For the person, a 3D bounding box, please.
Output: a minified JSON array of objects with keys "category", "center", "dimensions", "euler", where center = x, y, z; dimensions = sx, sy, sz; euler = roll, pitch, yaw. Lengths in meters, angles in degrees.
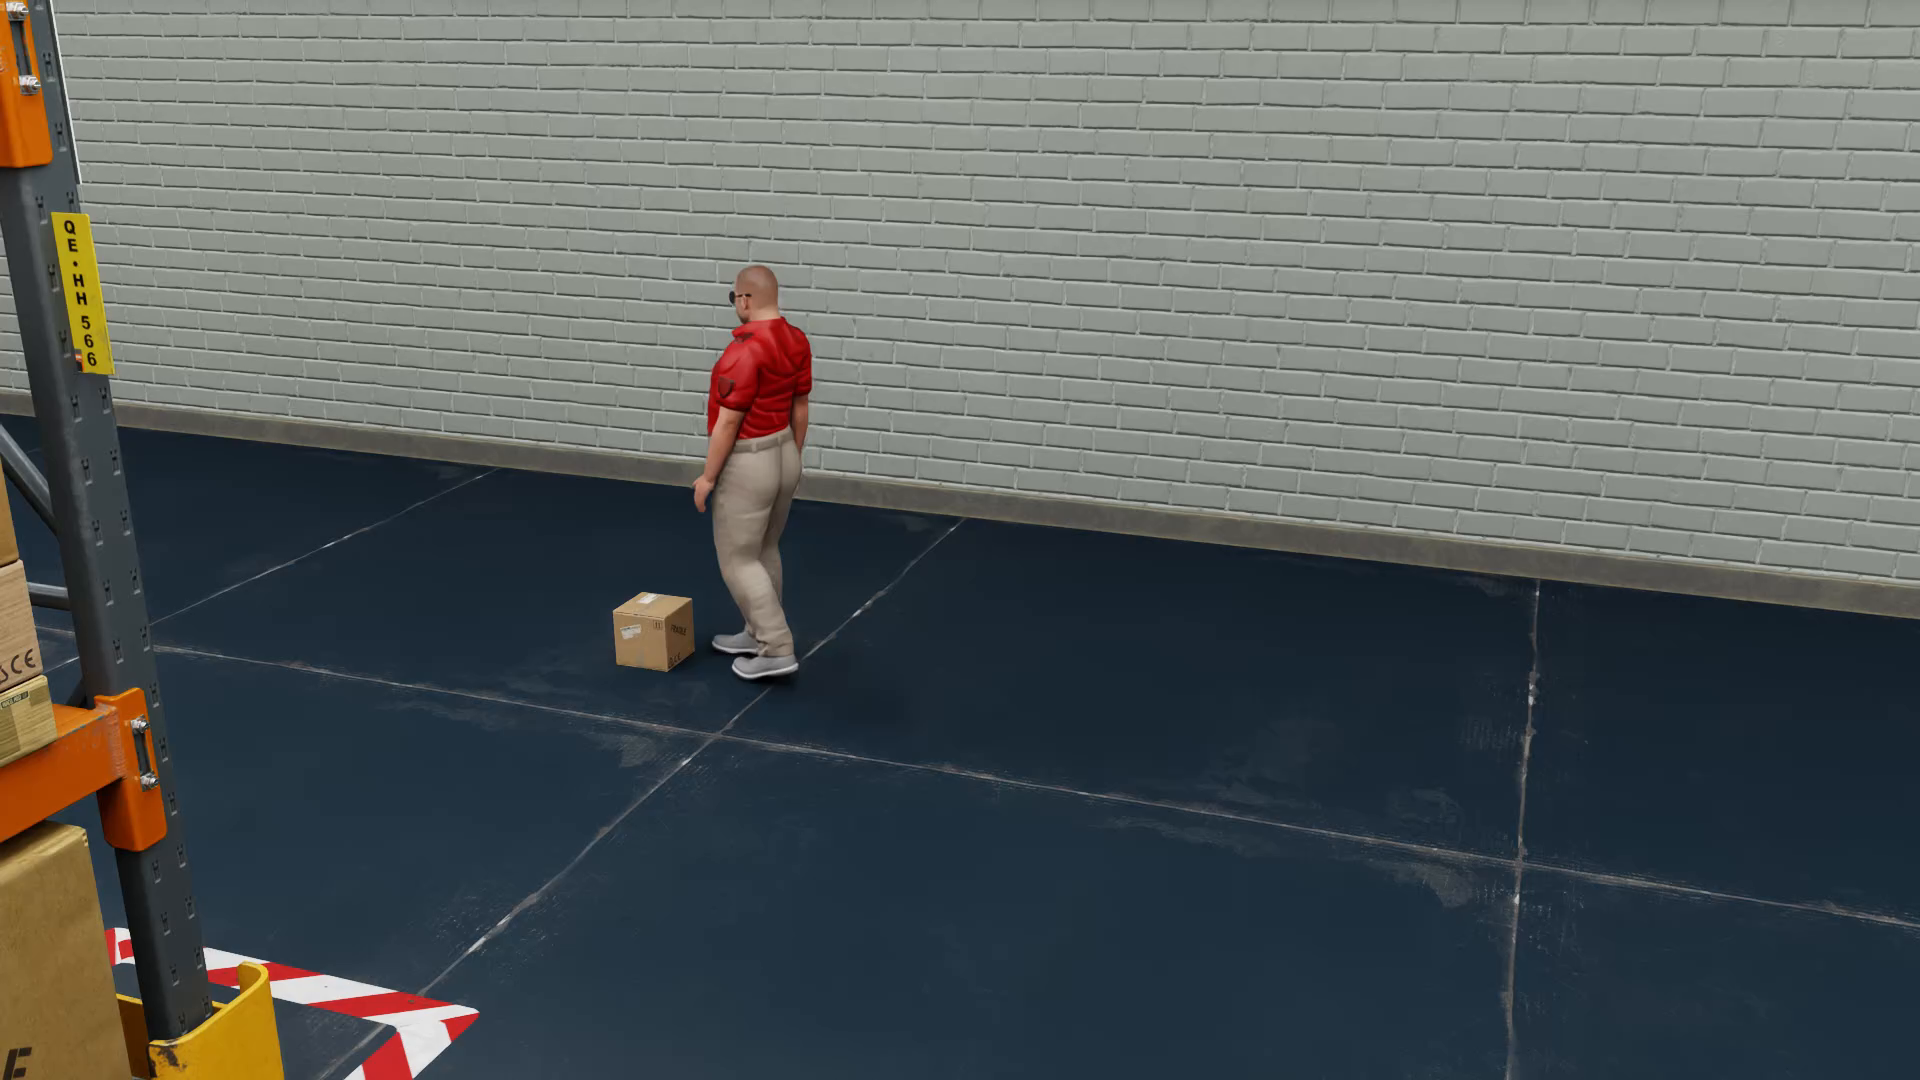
[{"category":"person","center":[-0.876,-0.281,6.925],"dimensions":[0.566,1.738,0.569],"euler":[9,21,26]}]
